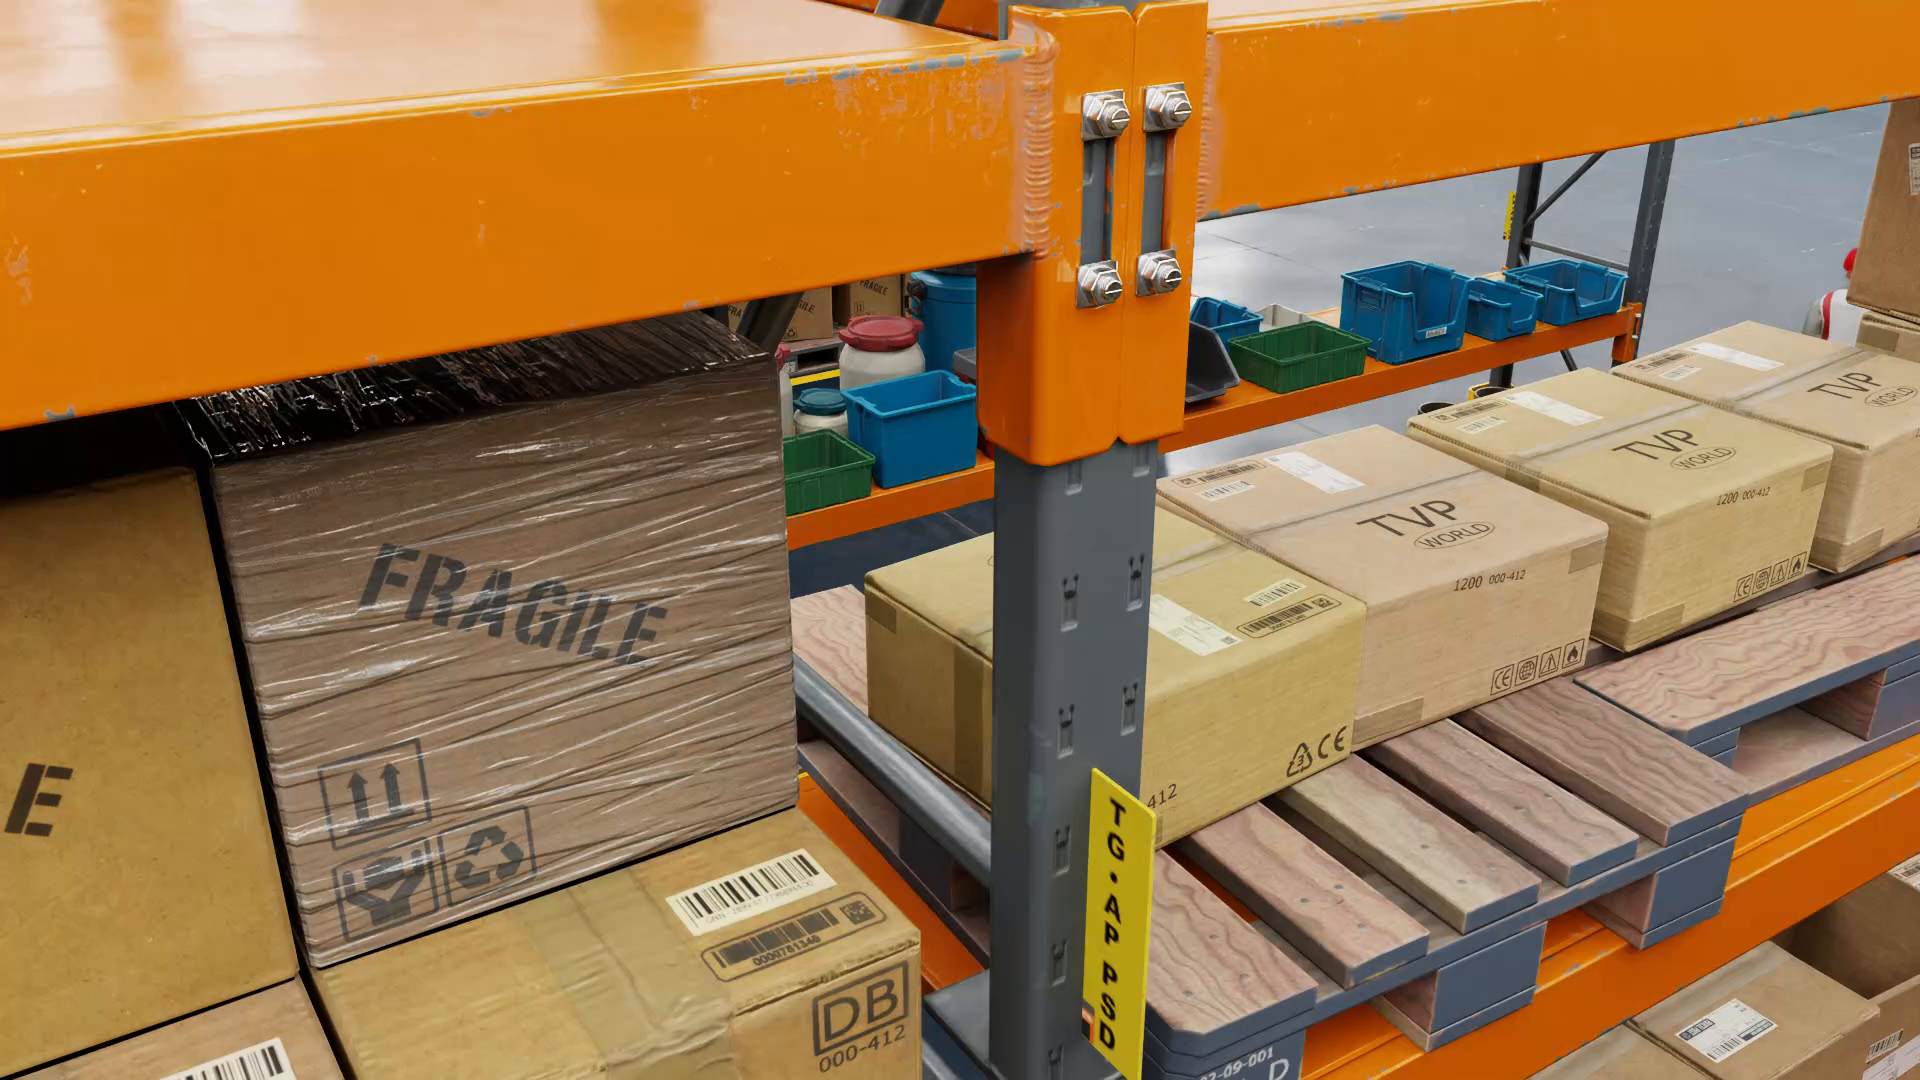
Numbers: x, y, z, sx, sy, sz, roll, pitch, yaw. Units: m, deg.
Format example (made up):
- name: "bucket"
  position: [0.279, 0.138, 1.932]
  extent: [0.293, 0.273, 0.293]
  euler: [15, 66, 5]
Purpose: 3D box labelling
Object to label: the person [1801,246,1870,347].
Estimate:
- name: "person"
  position: [5.410, -0.926, 10.045]
  extent: [0.959, 1.730, 0.611]
  euler: [-20, 32, -37]
